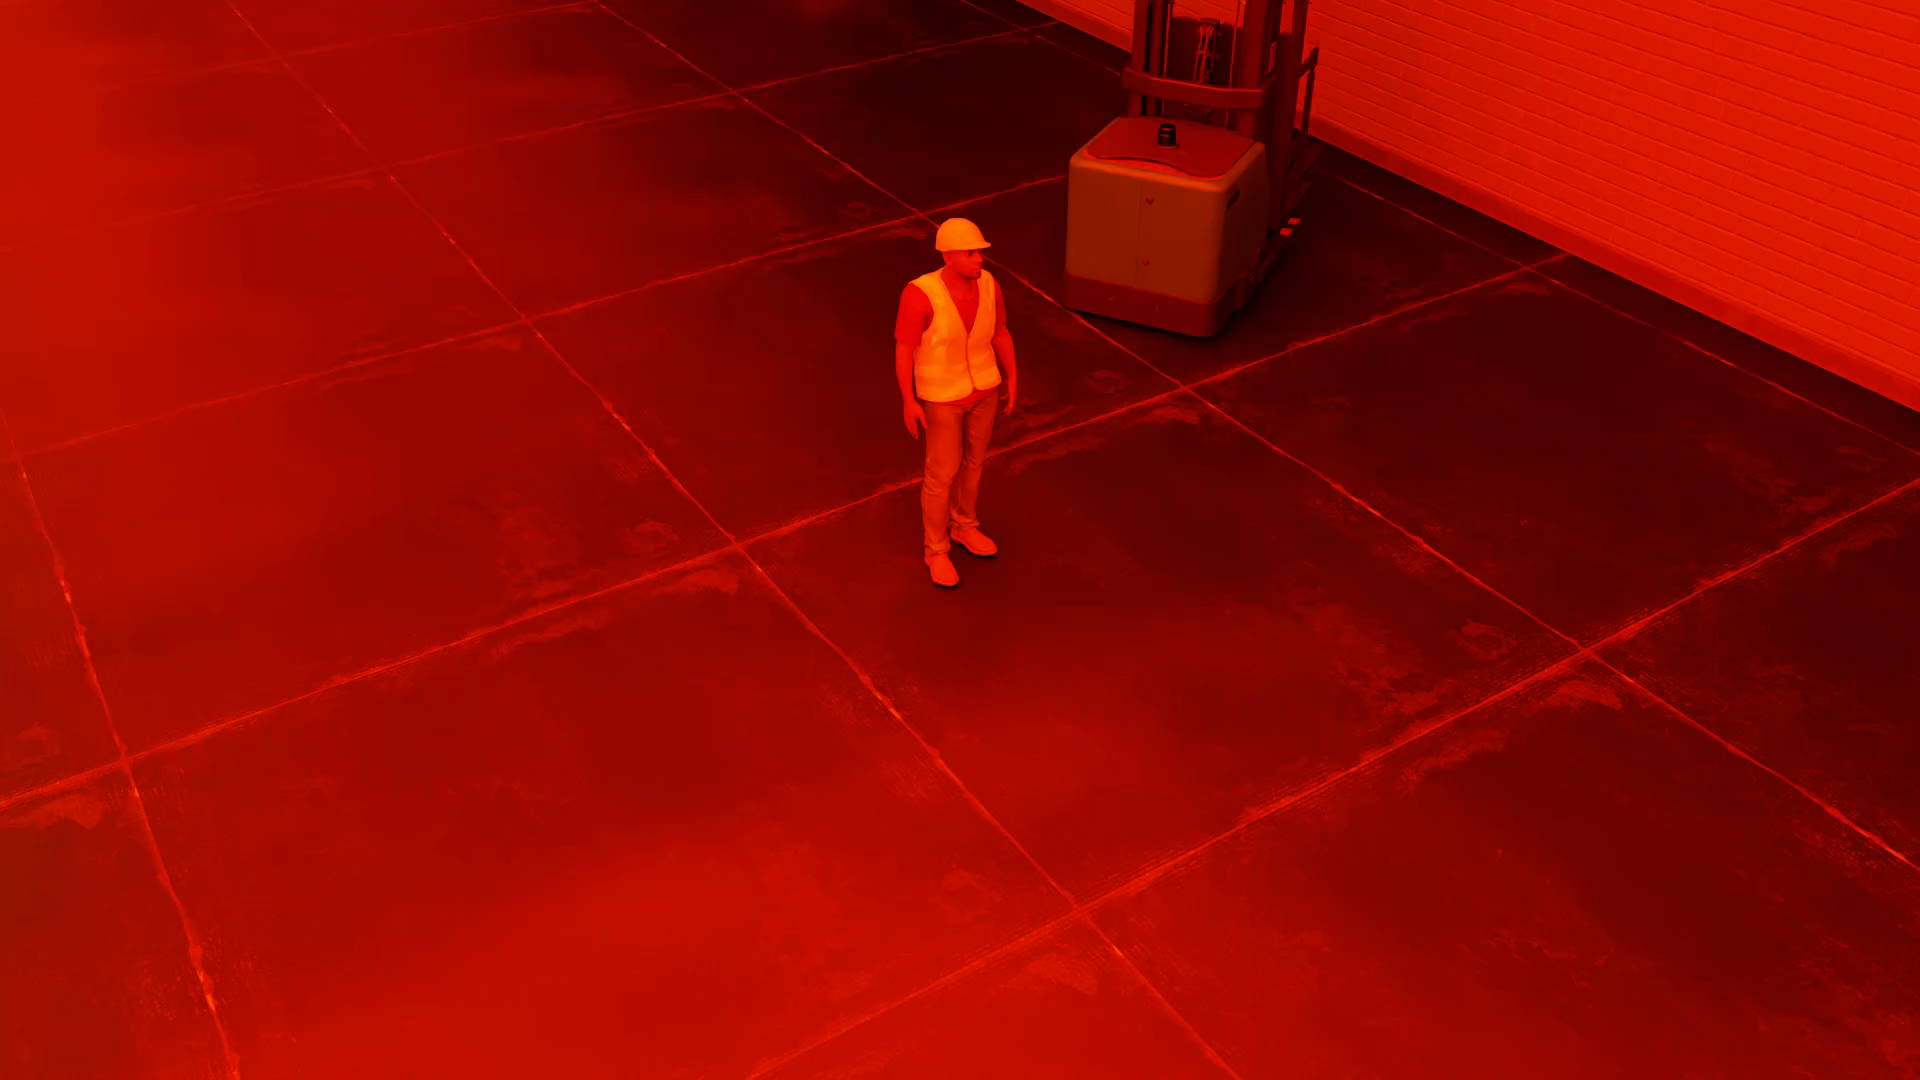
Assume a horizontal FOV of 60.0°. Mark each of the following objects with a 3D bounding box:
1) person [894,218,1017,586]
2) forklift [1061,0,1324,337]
[{"bbox_3d":[0.034,-0.693,8.135,0.666,1.768,0.575,-21,40,-27],"label":"person"},{"bbox_3d":[1.768,-3.297,10.840,1.130,2.935,3.031,16,38,21],"label":"forklift"}]
